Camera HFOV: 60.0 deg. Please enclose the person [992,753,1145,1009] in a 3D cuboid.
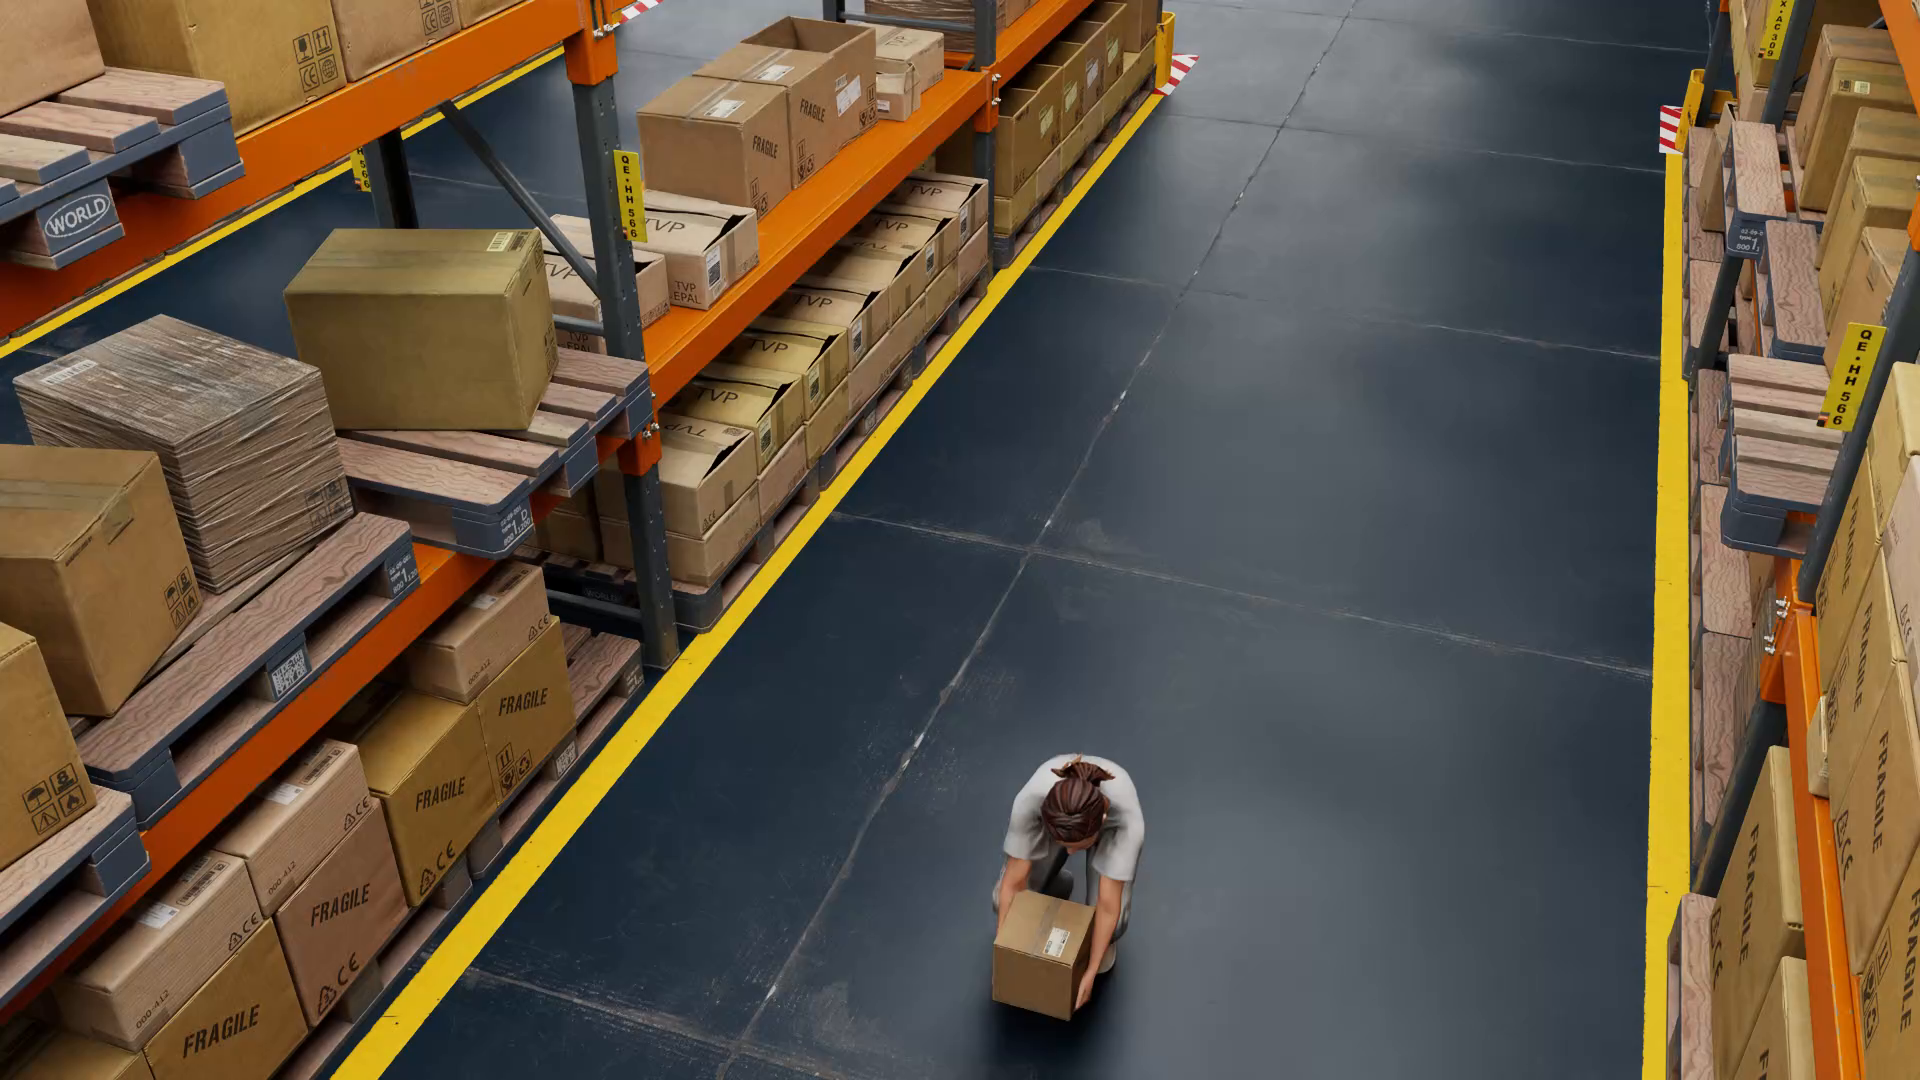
[{"bbox_3d":[0.362,0.992,5.297,0.468,0.958,0.798,11,35,16],"label":"person"}]
